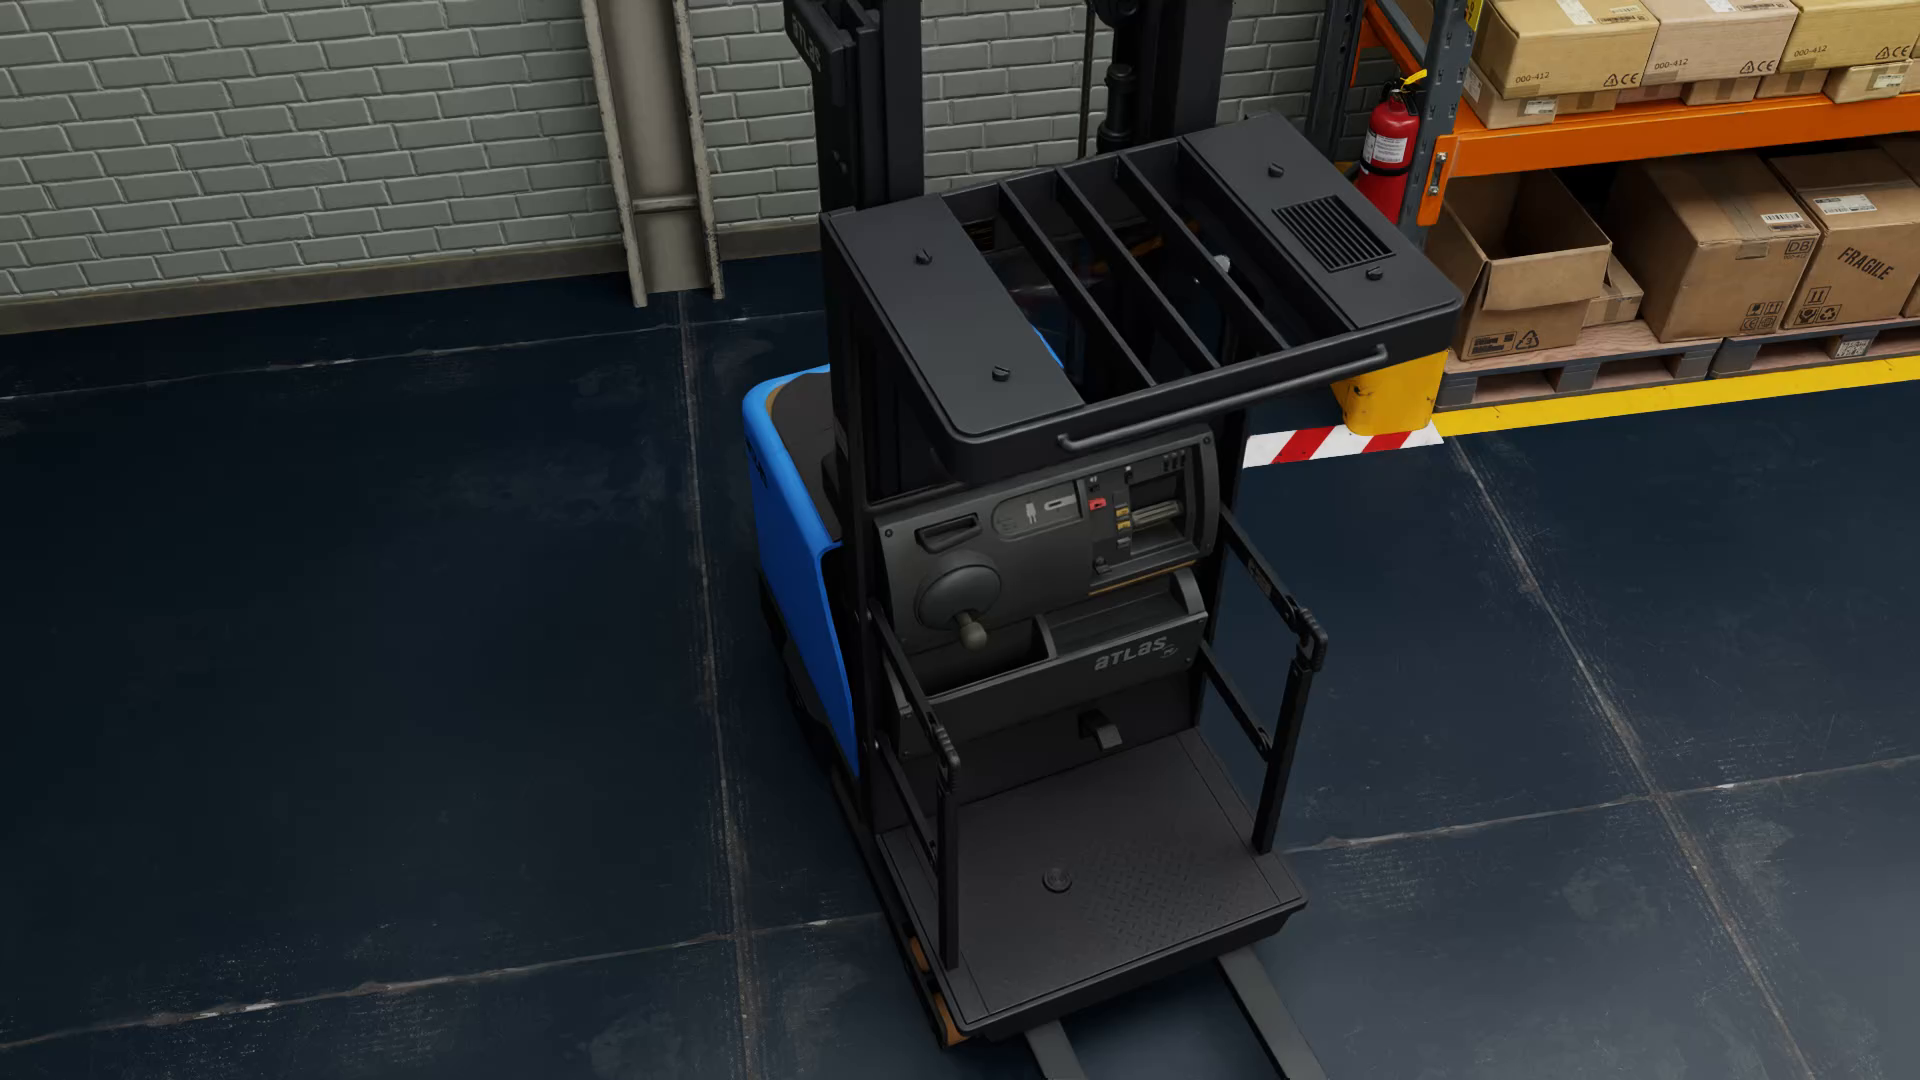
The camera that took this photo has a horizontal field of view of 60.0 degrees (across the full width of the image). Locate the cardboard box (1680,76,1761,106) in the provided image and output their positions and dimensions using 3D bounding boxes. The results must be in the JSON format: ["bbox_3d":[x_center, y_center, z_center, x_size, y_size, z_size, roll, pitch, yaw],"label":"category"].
[{"bbox_3d":[2.689,-1.743,6.020,0.250,0.149,0.380,-6,46,-6],"label":"cardboard box"}]

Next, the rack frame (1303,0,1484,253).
[{"bbox_3d":[1.563,-1.876,5.974,0.127,3.000,1.000,-7,46,-7],"label":"rack frame"}]

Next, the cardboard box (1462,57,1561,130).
[{"bbox_3d":[1.934,-1.634,5.916,0.250,0.149,0.380,-7,47,-7],"label":"cardboard box"}]

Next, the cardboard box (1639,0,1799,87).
[{"bbox_3d":[2.553,-1.853,5.850,0.500,0.250,0.500,-7,46,-6],"label":"cardboard box"}]

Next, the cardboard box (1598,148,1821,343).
[{"bbox_3d":[3.031,-1.239,6.805,0.500,0.500,0.700,-5,46,-5],"label":"cardboard box"}]

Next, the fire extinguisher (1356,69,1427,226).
[{"bbox_3d":[1.497,-1.373,5.803,0.183,0.674,0.296,-7,46,-7],"label":"fire extinguisher"}]

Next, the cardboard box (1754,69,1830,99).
[{"bbox_3d":[2.950,-1.779,6.056,0.250,0.149,0.380,-6,46,-6],"label":"cardboard box"}]

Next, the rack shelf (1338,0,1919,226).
[{"bbox_3d":[3.534,-1.871,6.470,4.000,0.370,1.077,-7,46,-7],"label":"rack shelf"}]

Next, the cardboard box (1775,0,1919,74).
[{"bbox_3d":[3.052,-1.918,5.912,0.500,0.250,0.500,-8,47,-8],"label":"cardboard box"}]

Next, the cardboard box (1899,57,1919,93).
[{"bbox_3d":[3.468,-1.804,6.079,0.250,0.149,0.380,-6,46,-6],"label":"cardboard box"}]

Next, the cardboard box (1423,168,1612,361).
[{"bbox_3d":[2.182,-1.163,6.729,0.637,0.503,0.797,-9,47,-8],"label":"cardboard box"}]

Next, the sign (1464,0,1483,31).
[{"bbox_3d":[1.656,-1.791,5.291,0.005,0.325,0.100,-7,46,-7],"label":"sign"}]

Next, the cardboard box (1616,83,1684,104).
[{"bbox_3d":[2.430,-1.755,6.032,0.250,0.149,0.380,-8,47,-7],"label":"cardboard box"}]

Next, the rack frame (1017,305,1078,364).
[{"bbox_3d":[0.297,-0.469,6.076,0.240,0.900,0.006,20,49,18],"label":"rack frame"}]

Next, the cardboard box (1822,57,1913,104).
[{"bbox_3d":[3.212,-1.757,6.034,0.250,0.149,0.380,-8,47,-8],"label":"cardboard box"}]

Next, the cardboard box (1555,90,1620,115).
[{"bbox_3d":[2.177,-1.698,5.978,0.250,0.149,0.380,-6,46,-6],"label":"cardboard box"}]

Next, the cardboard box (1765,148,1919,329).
[{"bbox_3d":[3.569,-1.233,6.799,0.500,0.500,0.500,-6,46,-6],"label":"cardboard box"}]

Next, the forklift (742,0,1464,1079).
[{"bbox_3d":[0.325,0.093,4.125,1.130,2.935,3.031,-16,48,-15],"label":"forklift"}]

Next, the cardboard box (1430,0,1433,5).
[{"bbox_3d":[1.971,-2.172,6.157,0.500,0.250,0.500,-6,46,-6],"label":"cardboard box"}]

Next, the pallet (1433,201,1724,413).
[{"bbox_3d":[2.424,-1.016,7.082,1.213,0.211,1.003,-7,46,-7],"label":"pallet"}]

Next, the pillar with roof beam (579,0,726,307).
[{"bbox_3d":[-0.513,-1.211,1.168,0.400,9.000,9.100,-7,46,-7],"label":"pillar with roof beam"}]

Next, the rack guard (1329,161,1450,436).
[{"bbox_3d":[1.638,-1.018,6.883,0.348,0.500,1.175,-7,46,-7],"label":"rack guard"}]

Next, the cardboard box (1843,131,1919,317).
[{"bbox_3d":[4.054,-1.367,6.928,0.500,0.500,0.700,-9,47,-8],"label":"cardboard box"}]

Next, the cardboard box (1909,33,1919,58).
[{"bbox_3d":[3.552,-1.996,5.988,0.500,0.250,0.500,-8,47,-8],"label":"cardboard box"}]

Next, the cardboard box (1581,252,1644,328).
[{"bbox_3d":[2.607,-1.065,6.881,0.250,0.149,0.380,-9,47,-8],"label":"cardboard box"}]

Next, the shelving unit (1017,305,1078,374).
[{"bbox_3d":[0.252,-0.403,6.013,0.258,0.900,0.210,20,49,18],"label":"shelving unit"}]

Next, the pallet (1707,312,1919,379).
[{"bbox_3d":[3.623,-1.163,7.224,1.213,0.211,1.003,-7,46,-7],"label":"pallet"}]

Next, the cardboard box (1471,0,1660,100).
[{"bbox_3d":[2.056,-1.791,5.790,0.500,0.250,0.500,-7,46,-7],"label":"cardboard box"}]

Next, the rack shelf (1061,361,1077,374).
[{"bbox_3d":[0.252,-0.568,5.843,0.258,0.077,0.200,20,49,18],"label":"rack shelf"}]

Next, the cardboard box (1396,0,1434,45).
[{"bbox_3d":[1.844,-2.020,6.287,0.250,0.149,0.380,-8,47,-7],"label":"cardboard box"}]
